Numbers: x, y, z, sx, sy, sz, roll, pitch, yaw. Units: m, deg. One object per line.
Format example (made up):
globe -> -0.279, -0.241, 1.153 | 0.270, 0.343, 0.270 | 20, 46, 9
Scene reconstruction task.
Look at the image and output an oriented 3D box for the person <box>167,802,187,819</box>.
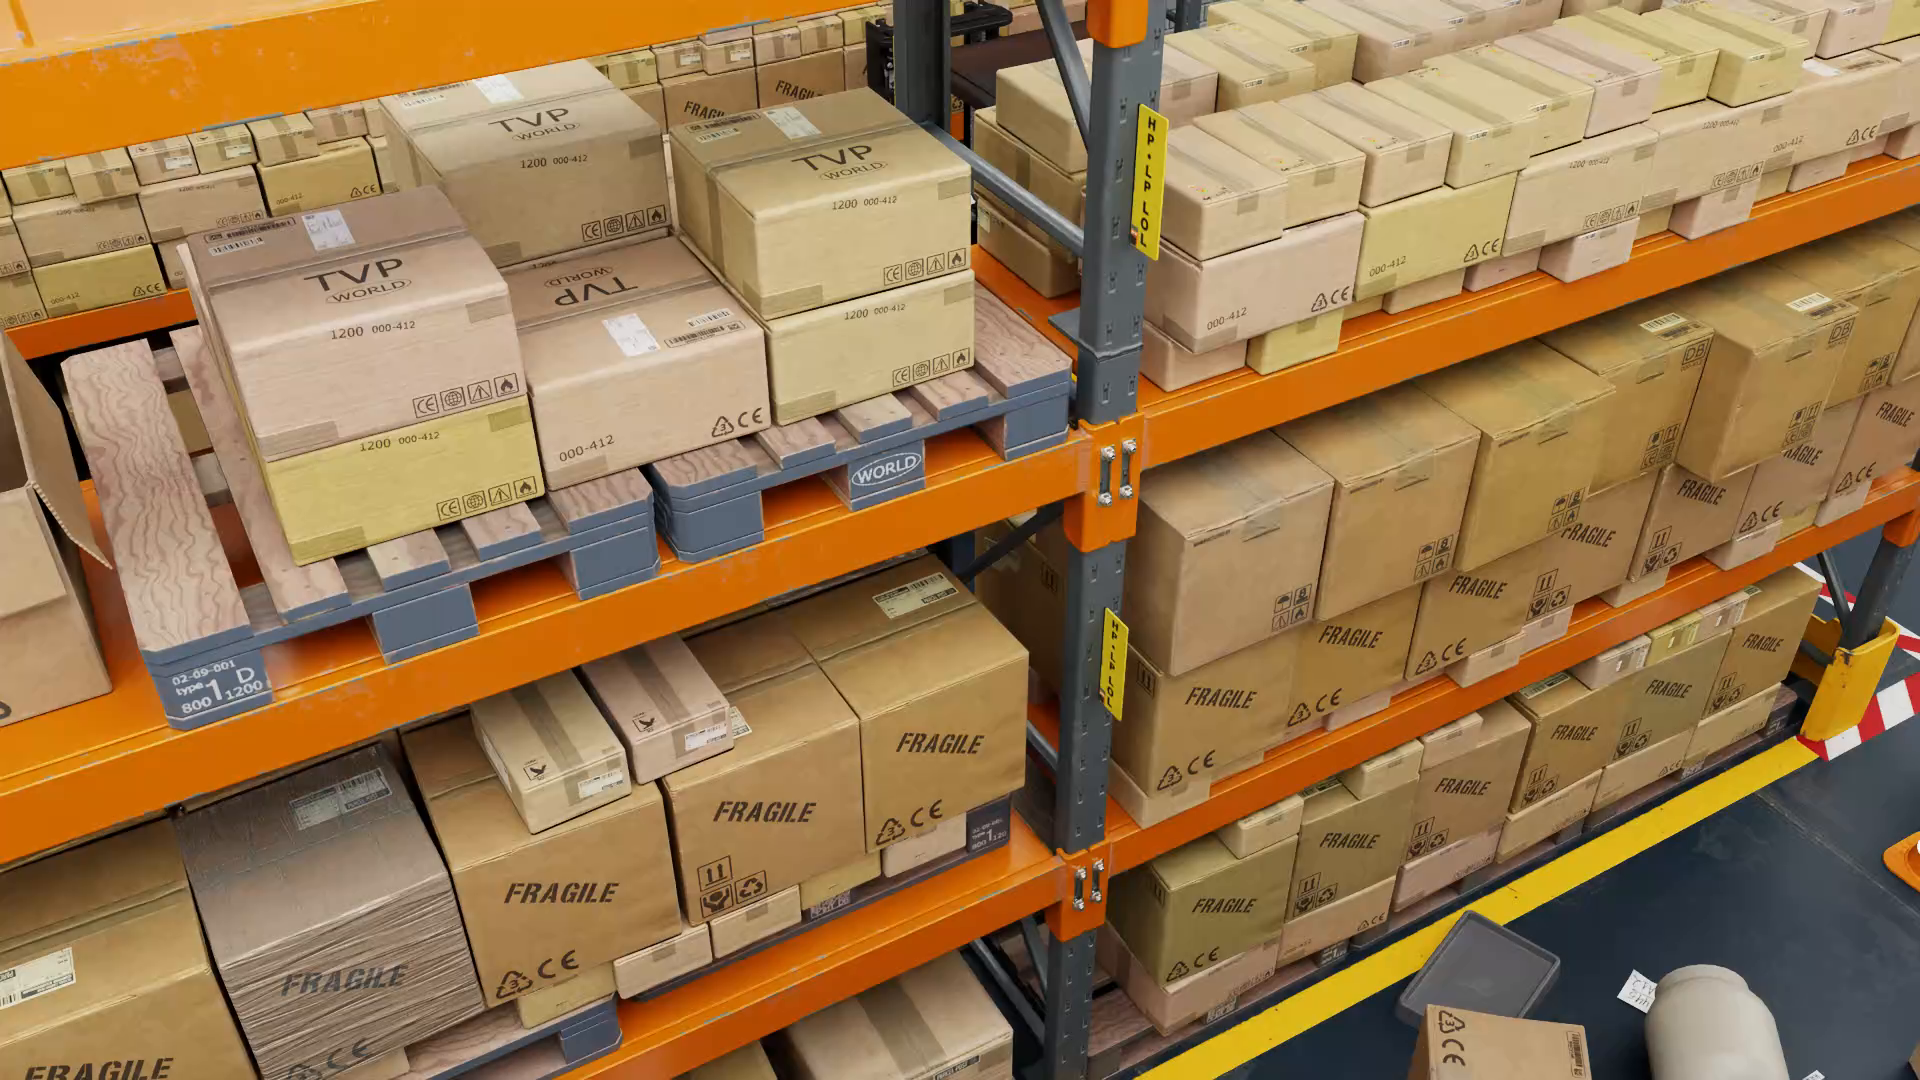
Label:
person -> -2.684, 0.897, 5.693 | 0.968, 1.632, 0.456 | -20, 41, -24
